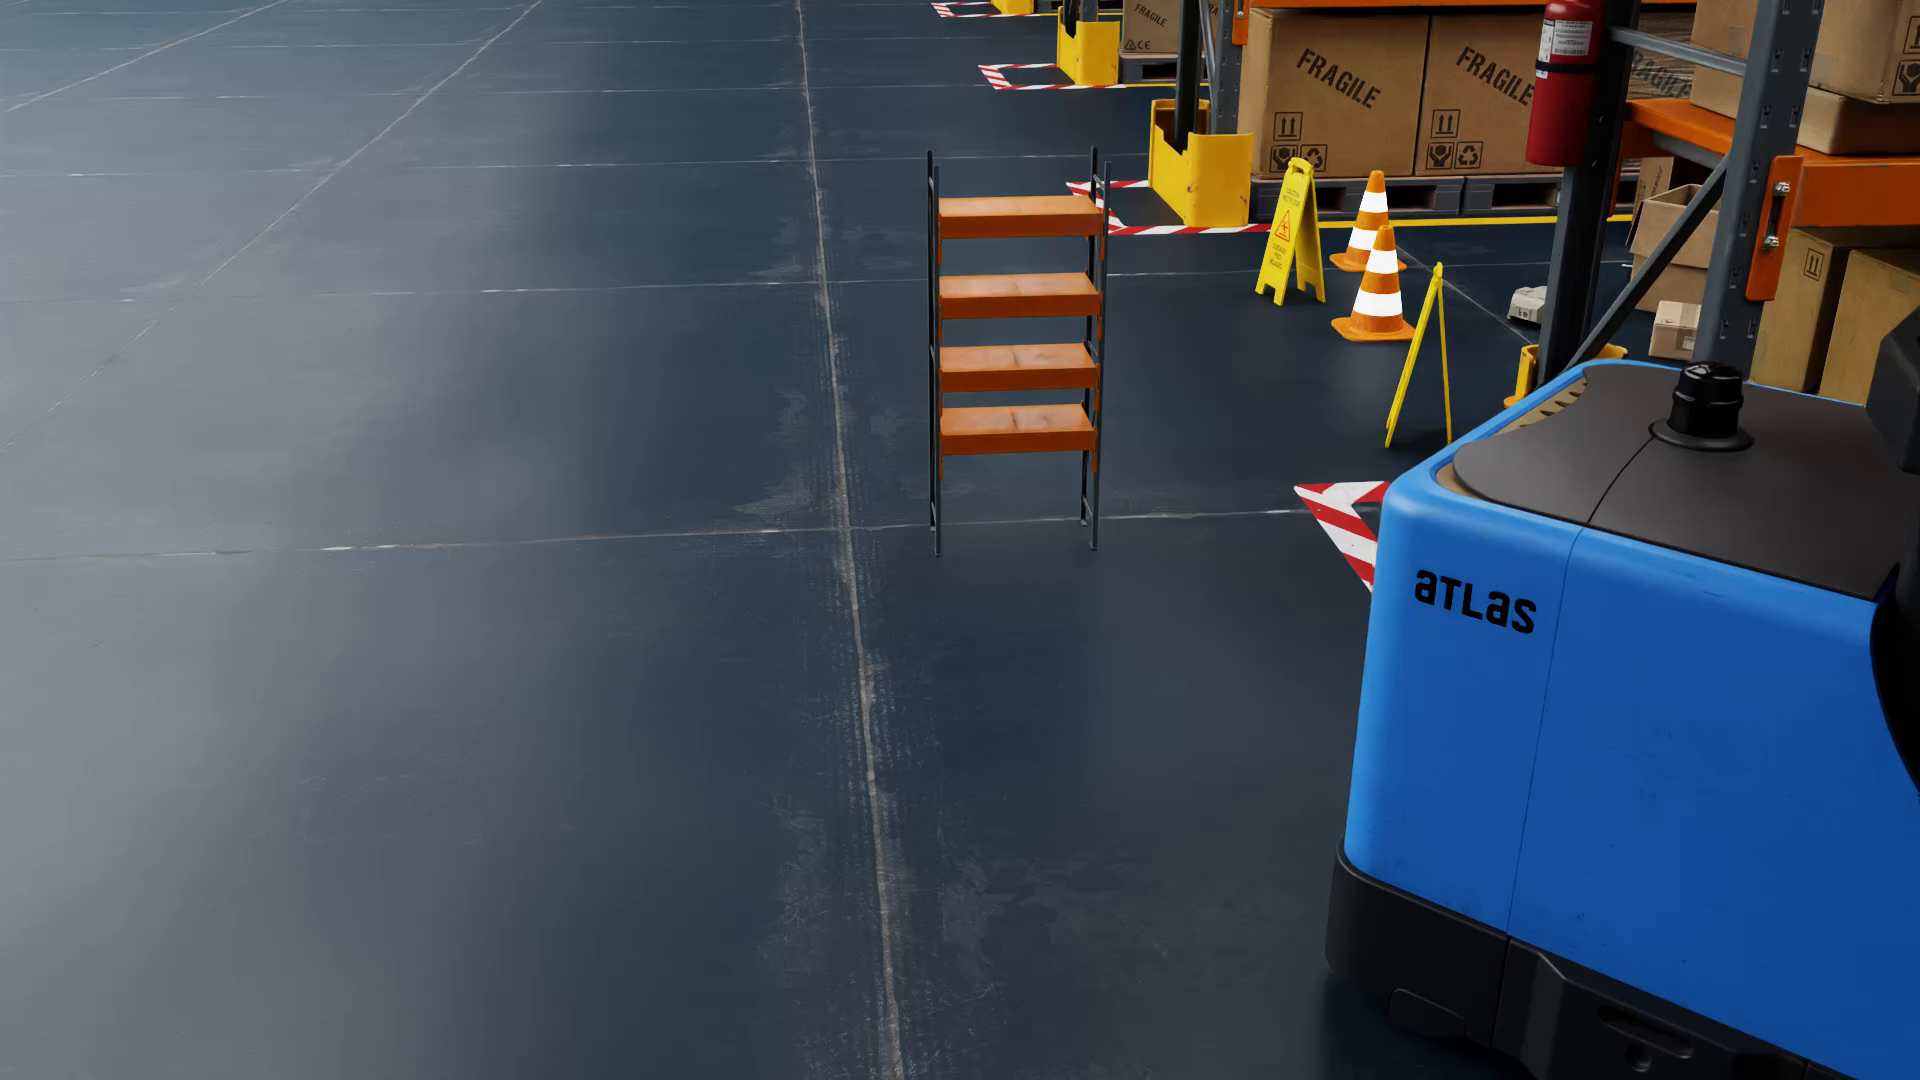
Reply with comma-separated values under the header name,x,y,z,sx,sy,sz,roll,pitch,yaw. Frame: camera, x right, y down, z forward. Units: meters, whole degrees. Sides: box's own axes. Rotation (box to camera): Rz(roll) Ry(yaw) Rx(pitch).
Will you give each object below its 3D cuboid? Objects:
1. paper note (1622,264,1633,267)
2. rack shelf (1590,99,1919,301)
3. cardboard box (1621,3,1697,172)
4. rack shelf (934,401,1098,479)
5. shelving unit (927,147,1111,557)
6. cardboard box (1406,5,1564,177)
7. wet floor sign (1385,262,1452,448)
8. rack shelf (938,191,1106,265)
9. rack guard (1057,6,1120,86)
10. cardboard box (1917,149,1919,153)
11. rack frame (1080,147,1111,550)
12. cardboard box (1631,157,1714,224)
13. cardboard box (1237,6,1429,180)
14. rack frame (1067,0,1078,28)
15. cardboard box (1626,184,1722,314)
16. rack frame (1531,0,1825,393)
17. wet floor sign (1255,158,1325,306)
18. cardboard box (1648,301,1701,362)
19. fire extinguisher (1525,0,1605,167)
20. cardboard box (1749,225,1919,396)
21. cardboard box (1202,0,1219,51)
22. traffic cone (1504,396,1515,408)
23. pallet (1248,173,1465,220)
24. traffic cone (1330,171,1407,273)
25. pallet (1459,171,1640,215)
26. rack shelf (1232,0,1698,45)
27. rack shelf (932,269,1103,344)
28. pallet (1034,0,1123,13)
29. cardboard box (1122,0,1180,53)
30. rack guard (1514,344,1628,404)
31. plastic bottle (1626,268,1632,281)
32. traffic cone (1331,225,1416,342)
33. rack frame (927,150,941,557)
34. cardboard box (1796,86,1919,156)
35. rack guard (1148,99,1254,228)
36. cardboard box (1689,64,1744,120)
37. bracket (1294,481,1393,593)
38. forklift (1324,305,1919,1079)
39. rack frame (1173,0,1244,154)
name,x,y,z,sx,sy,sz,roll,pitch,yaw
paper note,3.378,-1.368,8.316,0.123,0.001,0.032,10,26,22
rack shelf,3.964,-1.070,4.850,4.000,0.370,1.077,-2,24,-5
cardboard box,3.838,-2.662,9.644,0.875,0.875,0.875,-2,24,-5
rack shelf,0.165,-0.312,5.129,0.480,0.148,0.258,-2,24,-5
shelving unit,0.165,-0.555,5.021,0.503,1.200,0.258,-2,24,-5
cardboard box,2.930,-2.626,9.564,0.875,0.875,0.875,-3,24,-6
wet floor sign,1.679,-0.668,5.958,0.232,0.644,0.267,6,25,13
rack shelf,0.165,-0.914,4.862,0.480,0.148,0.258,-2,24,-5
rack guard,1.075,-4.185,14.050,0.348,0.500,1.175,-2,24,-5
cardboard box,2.582,-1.150,4.453,0.250,0.149,0.380,-2,24,-4
rack frame,0.408,-0.565,5.043,0.015,1.200,0.240,-2,24,-5
cardboard box,3.923,-1.857,8.810,0.500,0.500,0.500,2,24,4
cardboard box,2.872,-3.567,9.067,2.515,2.999,0.987,-2,24,-4
rack frame,1.000,-5.323,13.533,0.053,2.616,0.949,-2,24,-5
cardboard box,3.473,-1.271,7.491,0.797,0.503,0.637,22,32,40
rack frame,1.974,-1.319,4.524,0.127,3.000,1.000,-2,24,-5
wet floor sign,1.552,-1.438,7.691,0.232,0.644,0.267,-6,25,-14
cardboard box,3.079,-0.885,7.057,0.250,0.149,0.380,10,26,22
fire extinguisher,1.814,-1.465,4.948,0.183,0.674,0.296,-2,24,-5
cardboard box,2.745,-0.734,5.154,0.500,0.500,0.500,-2,24,-5
cardboard box,2.214,-4.430,14.084,0.500,0.500,0.500,4,24,9
traffic cone,2.275,-0.698,6.251,0.334,0.463,0.336,-2,24,-5
pallet,2.175,-2.105,9.726,1.213,0.211,1.003,-2,24,-5
traffic cone,2.055,-1.603,8.288,0.334,0.463,0.336,-2,24,-5
pallet,3.386,-2.152,9.832,1.213,0.211,1.003,-2,24,-5
rack shelf,3.377,-3.067,9.342,4.000,0.370,1.077,-2,24,-5
rack shelf,0.165,-0.698,4.958,0.480,0.148,0.258,-2,24,-5
pallet,1.393,-6.104,18.724,1.213,0.211,1.003,-2,24,-5
cardboard box,3.155,-1.955,6.992,2.007,1.739,15.623,-3,24,-6
rack guard,2.049,-0.180,5.038,0.348,0.500,1.175,-2,24,-5
plastic bottle,3.395,-1.294,8.085,0.283,0.061,0.133,-11,26,-23
traffic cone,1.827,-1.133,7.230,0.334,0.463,0.336,-2,24,-5
rack frame,-0.078,-0.545,4.999,0.015,1.200,0.240,-2,24,-5
cardboard box,2.332,-1.134,4.417,0.250,0.149,0.380,-2,24,-5
rack guard,1.363,-2.172,9.522,0.348,0.500,1.175,-2,24,-5
cardboard box,2.325,-1.305,4.803,0.250,0.149,0.380,-1,24,-3
bracket,1.726,0.065,5.103,1.079,0.001,1.378,-2,24,-5
forklift,2.167,-0.223,2.143,3.031,2.935,1.130,19,30,36
rack frame,1.387,-3.315,9.016,0.127,3.000,1.000,-2,24,-5
